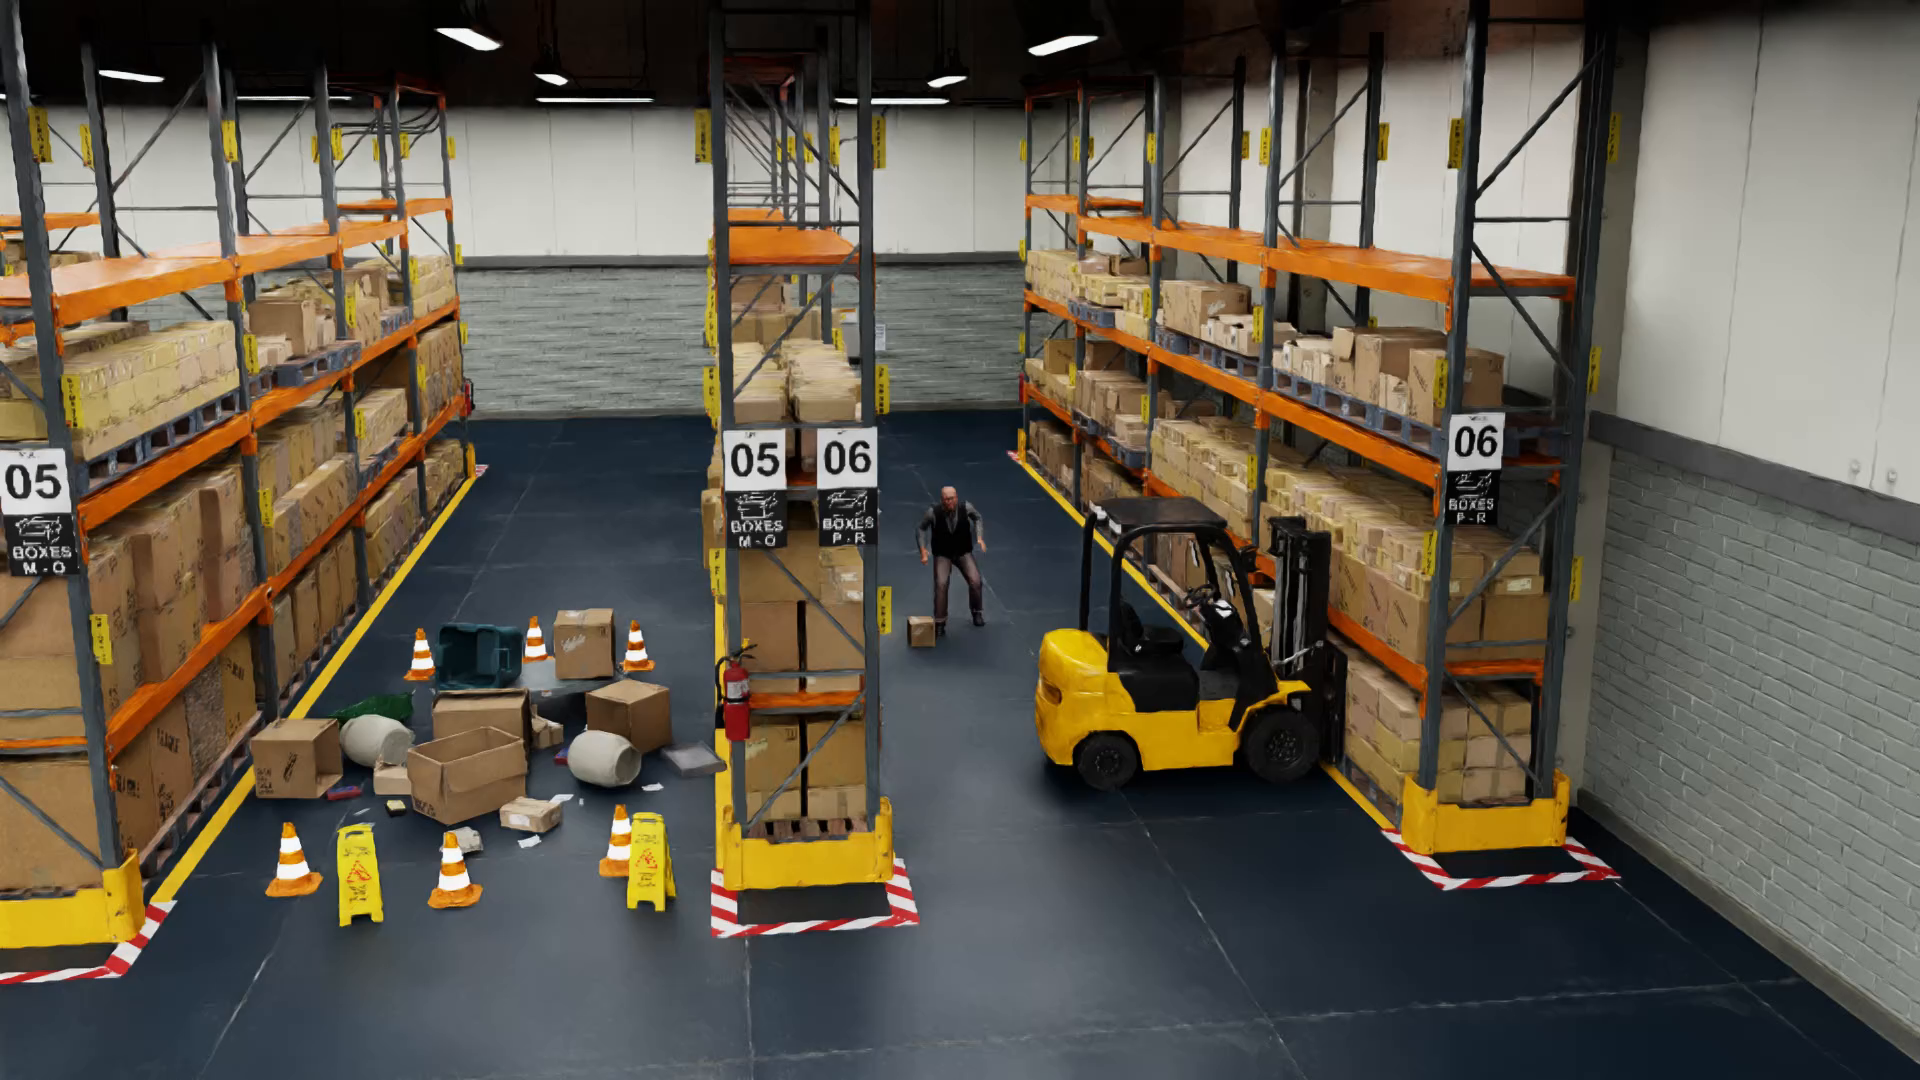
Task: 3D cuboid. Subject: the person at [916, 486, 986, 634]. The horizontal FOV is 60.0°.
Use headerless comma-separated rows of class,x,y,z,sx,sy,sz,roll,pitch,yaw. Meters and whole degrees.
person,-0.082,0.184,17.623,0.737,1.546,0.795,-2,13,-7
